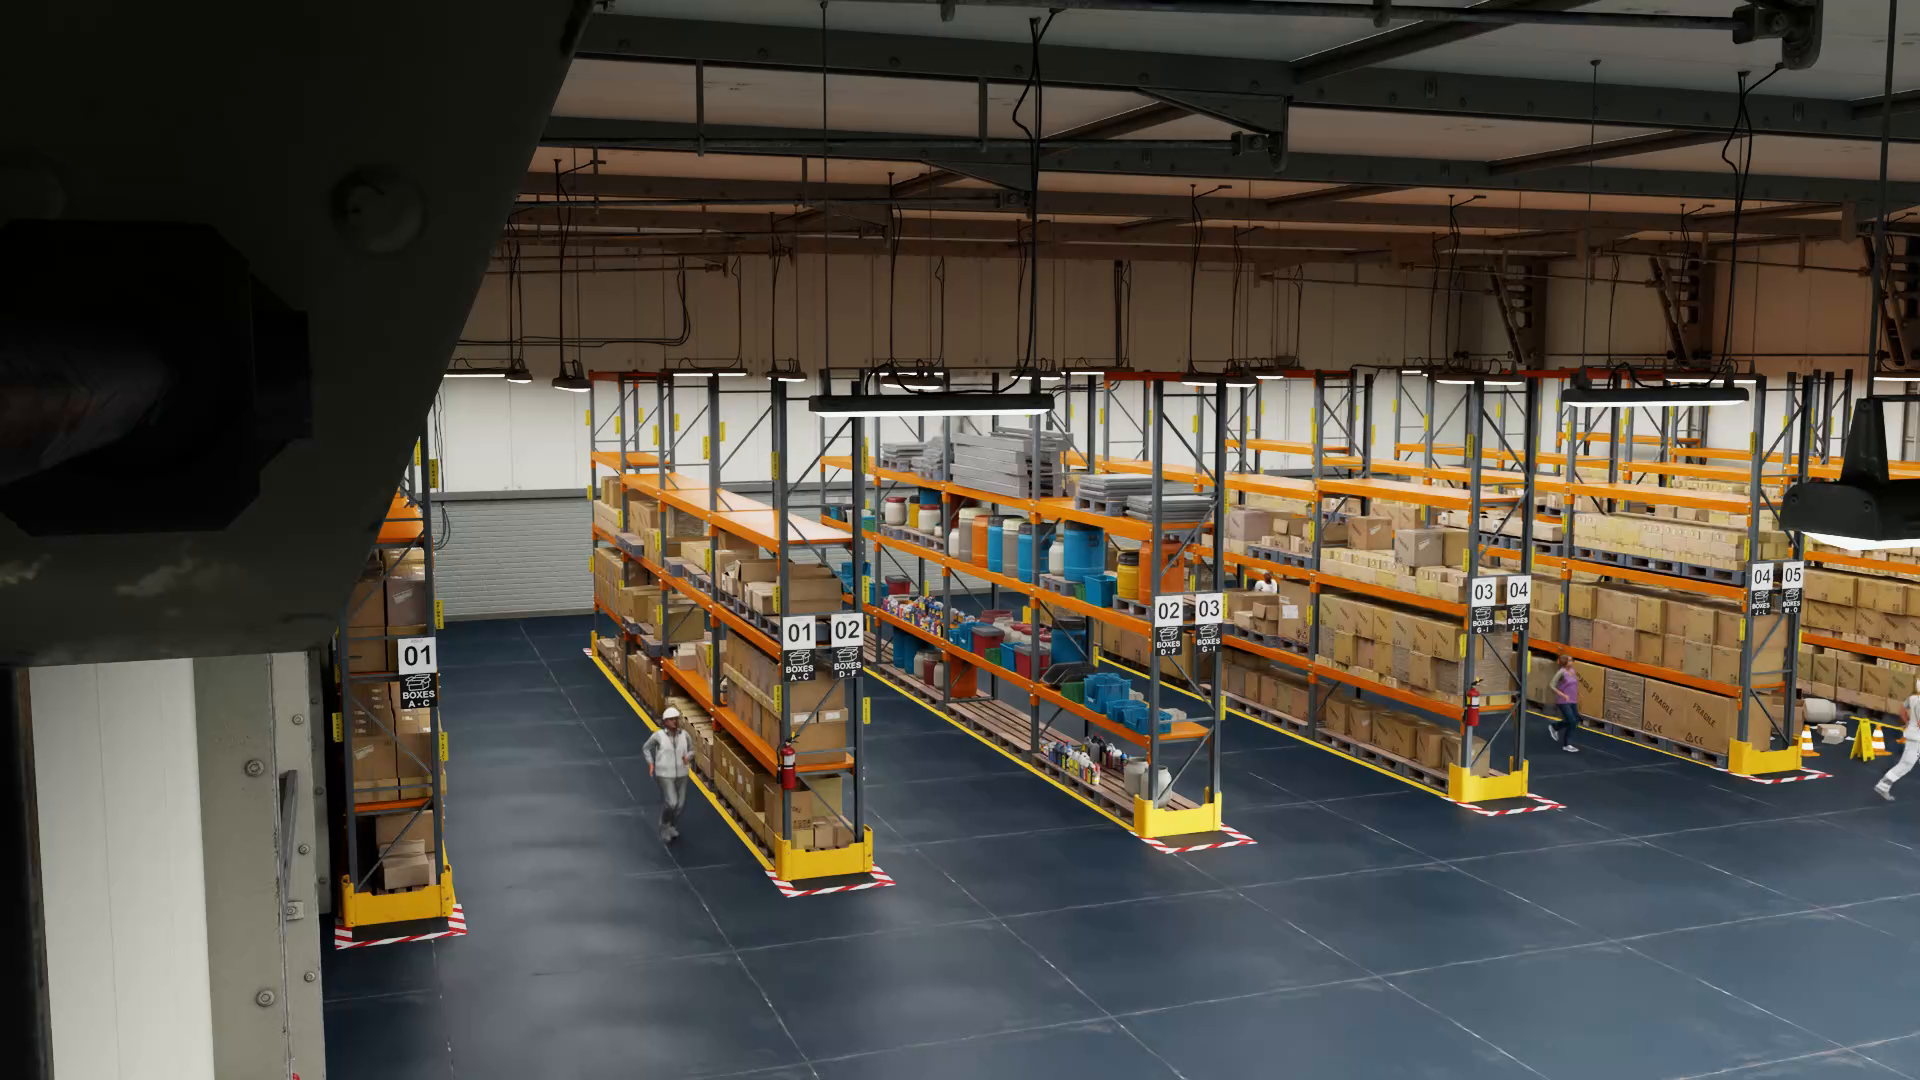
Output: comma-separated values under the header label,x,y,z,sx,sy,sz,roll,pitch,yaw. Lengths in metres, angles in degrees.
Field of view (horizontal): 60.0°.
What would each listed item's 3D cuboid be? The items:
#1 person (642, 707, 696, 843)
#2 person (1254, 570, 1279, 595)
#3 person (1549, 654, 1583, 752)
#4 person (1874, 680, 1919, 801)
label,x,y,z,sx,sy,sz,roll,pitch,yaw
person,-3.729,3.049,21.573,0.633,1.754,0.683,-4,7,-31
person,6.614,1.474,35.745,0.694,1.774,0.953,-2,7,-20
person,9.665,2.597,26.639,0.538,1.537,0.608,-4,8,-33
person,13.394,2.815,23.265,0.992,1.786,0.609,4,7,31
